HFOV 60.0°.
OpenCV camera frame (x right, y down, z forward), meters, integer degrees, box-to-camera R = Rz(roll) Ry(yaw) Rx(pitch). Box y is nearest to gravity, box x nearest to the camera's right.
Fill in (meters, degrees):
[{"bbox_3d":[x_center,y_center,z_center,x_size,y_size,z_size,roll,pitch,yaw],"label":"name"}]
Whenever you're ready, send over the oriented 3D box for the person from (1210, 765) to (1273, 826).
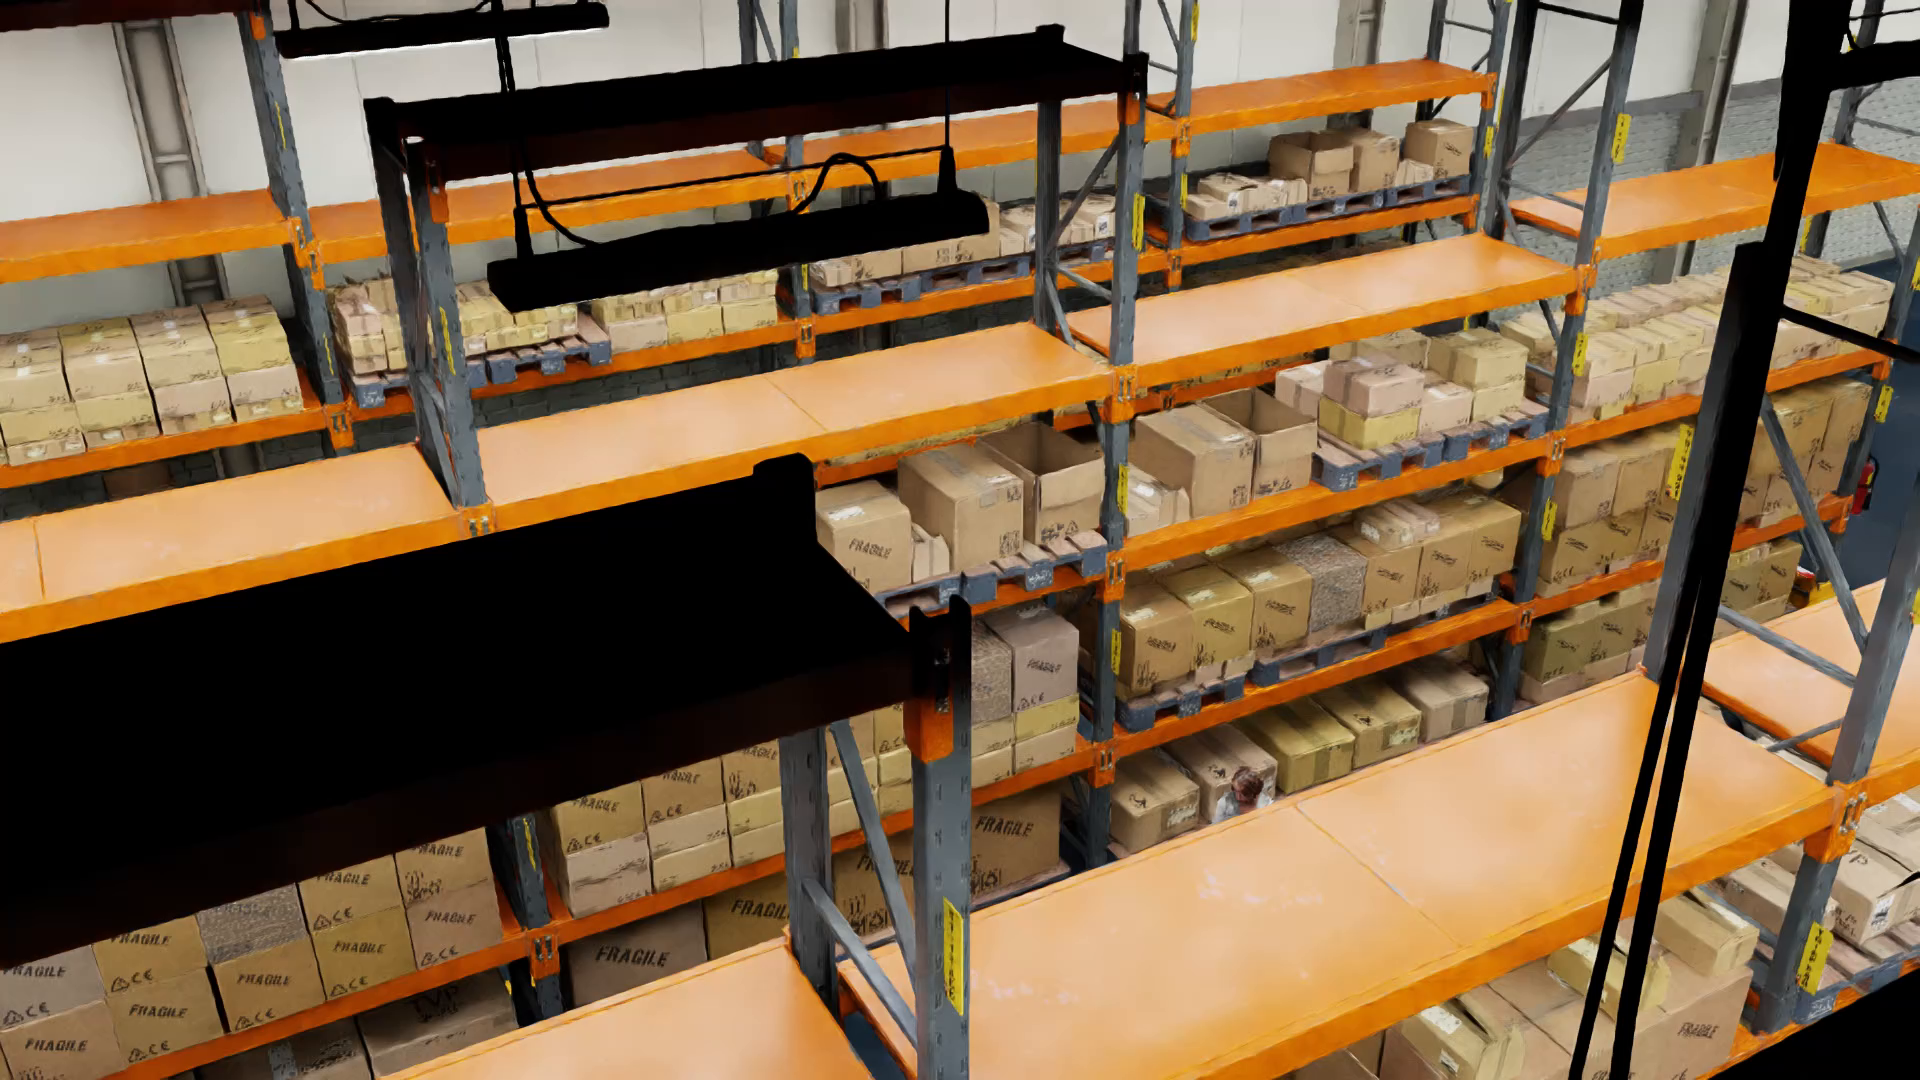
[{"bbox_3d":[1.863,2.186,11.147,0.535,1.588,0.532,-2,28,-4],"label":"person"}]
